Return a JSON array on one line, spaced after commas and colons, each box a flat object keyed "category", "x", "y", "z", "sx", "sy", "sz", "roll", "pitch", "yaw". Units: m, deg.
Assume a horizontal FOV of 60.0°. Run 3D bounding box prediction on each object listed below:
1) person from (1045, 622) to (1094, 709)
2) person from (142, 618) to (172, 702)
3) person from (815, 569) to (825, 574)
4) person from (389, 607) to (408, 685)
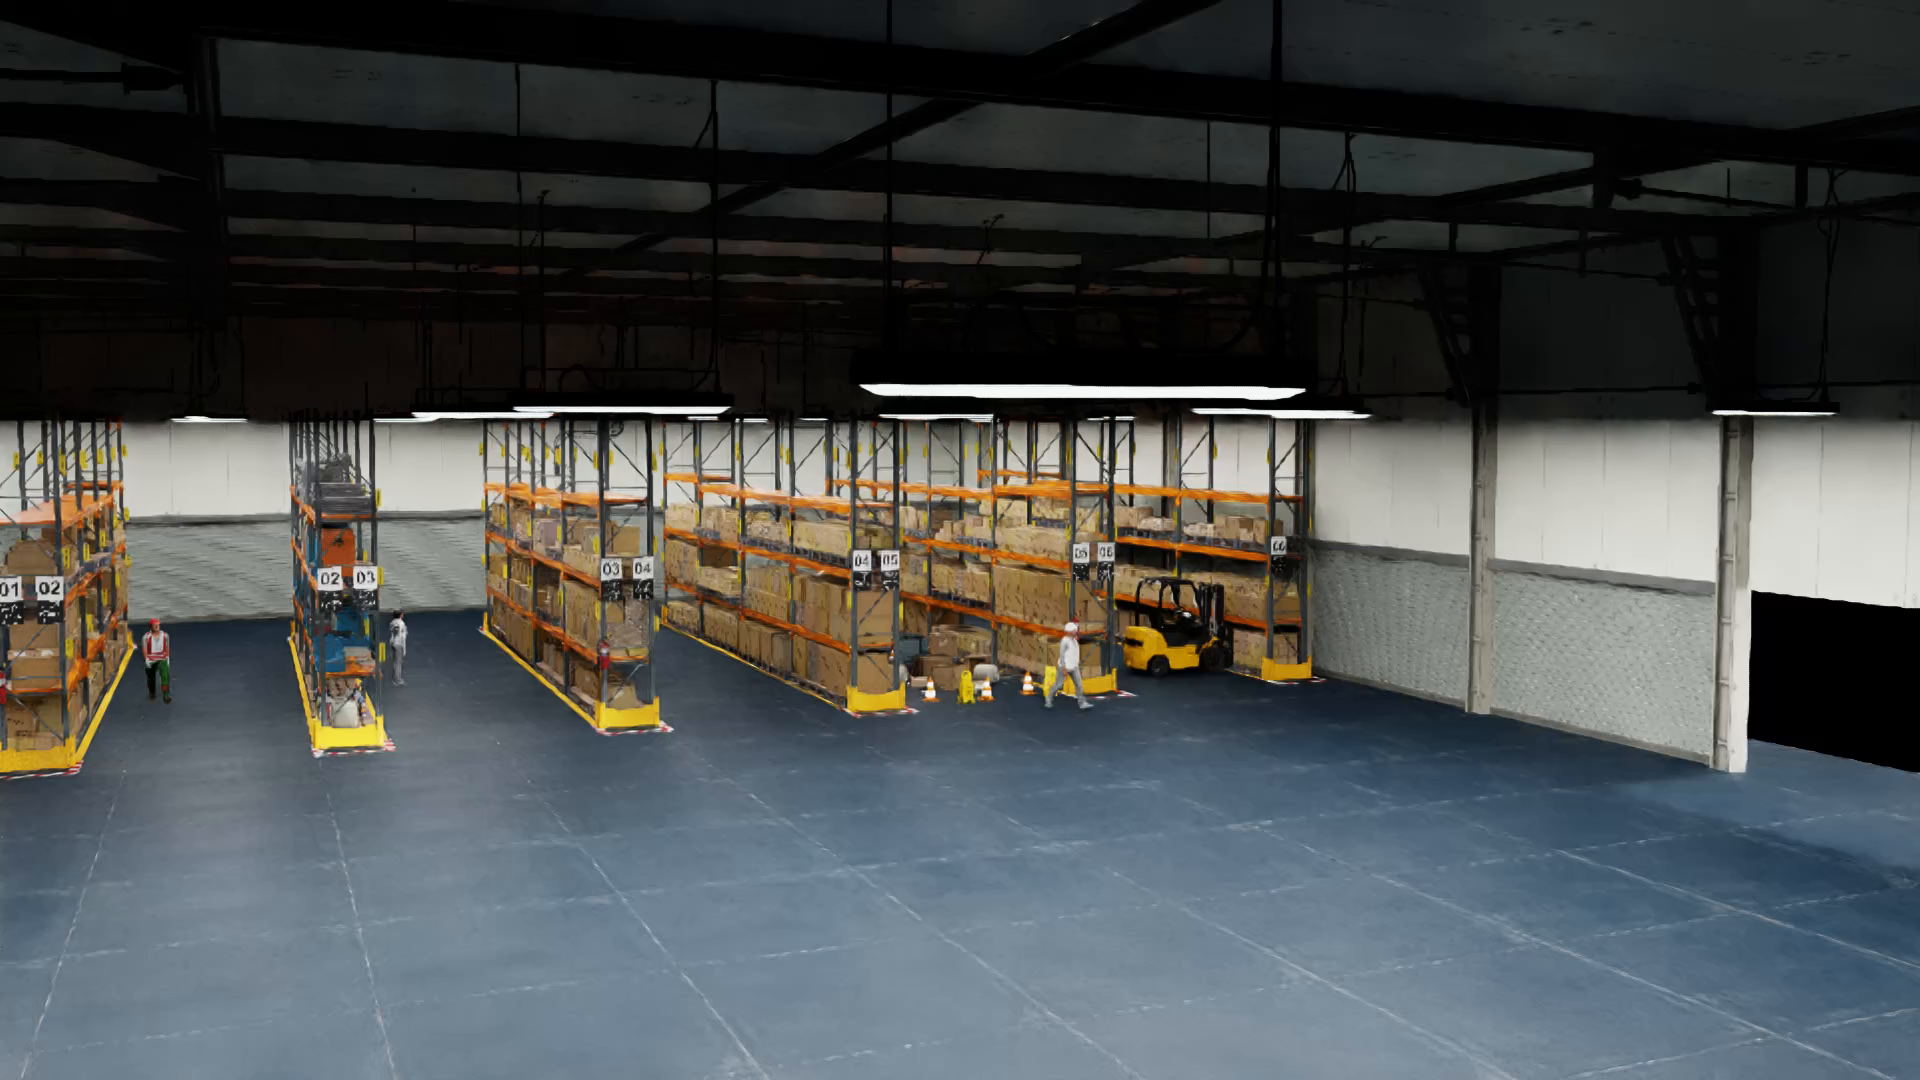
[{"category": "person", "x": 2.165, "y": 2.518, "z": 33.338, "sx": 0.932, "sy": 1.747, "sz": 0.584, "roll": 3, "pitch": 5, "yaw": 40}, {"category": "person", "x": -16.490, "y": 2.457, "z": 34.119, "sx": 0.527, "sy": 1.727, "sz": 1.030, "roll": -2, "pitch": 5, "yaw": -31}, {"category": "person", "x": -4.065, "y": 1.481, "z": 47.817, "sx": 0.407, "sy": 1.767, "sz": 0.663, "roll": -1, "pitch": 4, "yaw": -20}, {"category": "person", "x": -12.297, "y": 2.314, "z": 36.443, "sx": 0.572, "sy": 1.683, "sz": 0.368, "roll": 4, "pitch": 6, "yaw": 44}]
